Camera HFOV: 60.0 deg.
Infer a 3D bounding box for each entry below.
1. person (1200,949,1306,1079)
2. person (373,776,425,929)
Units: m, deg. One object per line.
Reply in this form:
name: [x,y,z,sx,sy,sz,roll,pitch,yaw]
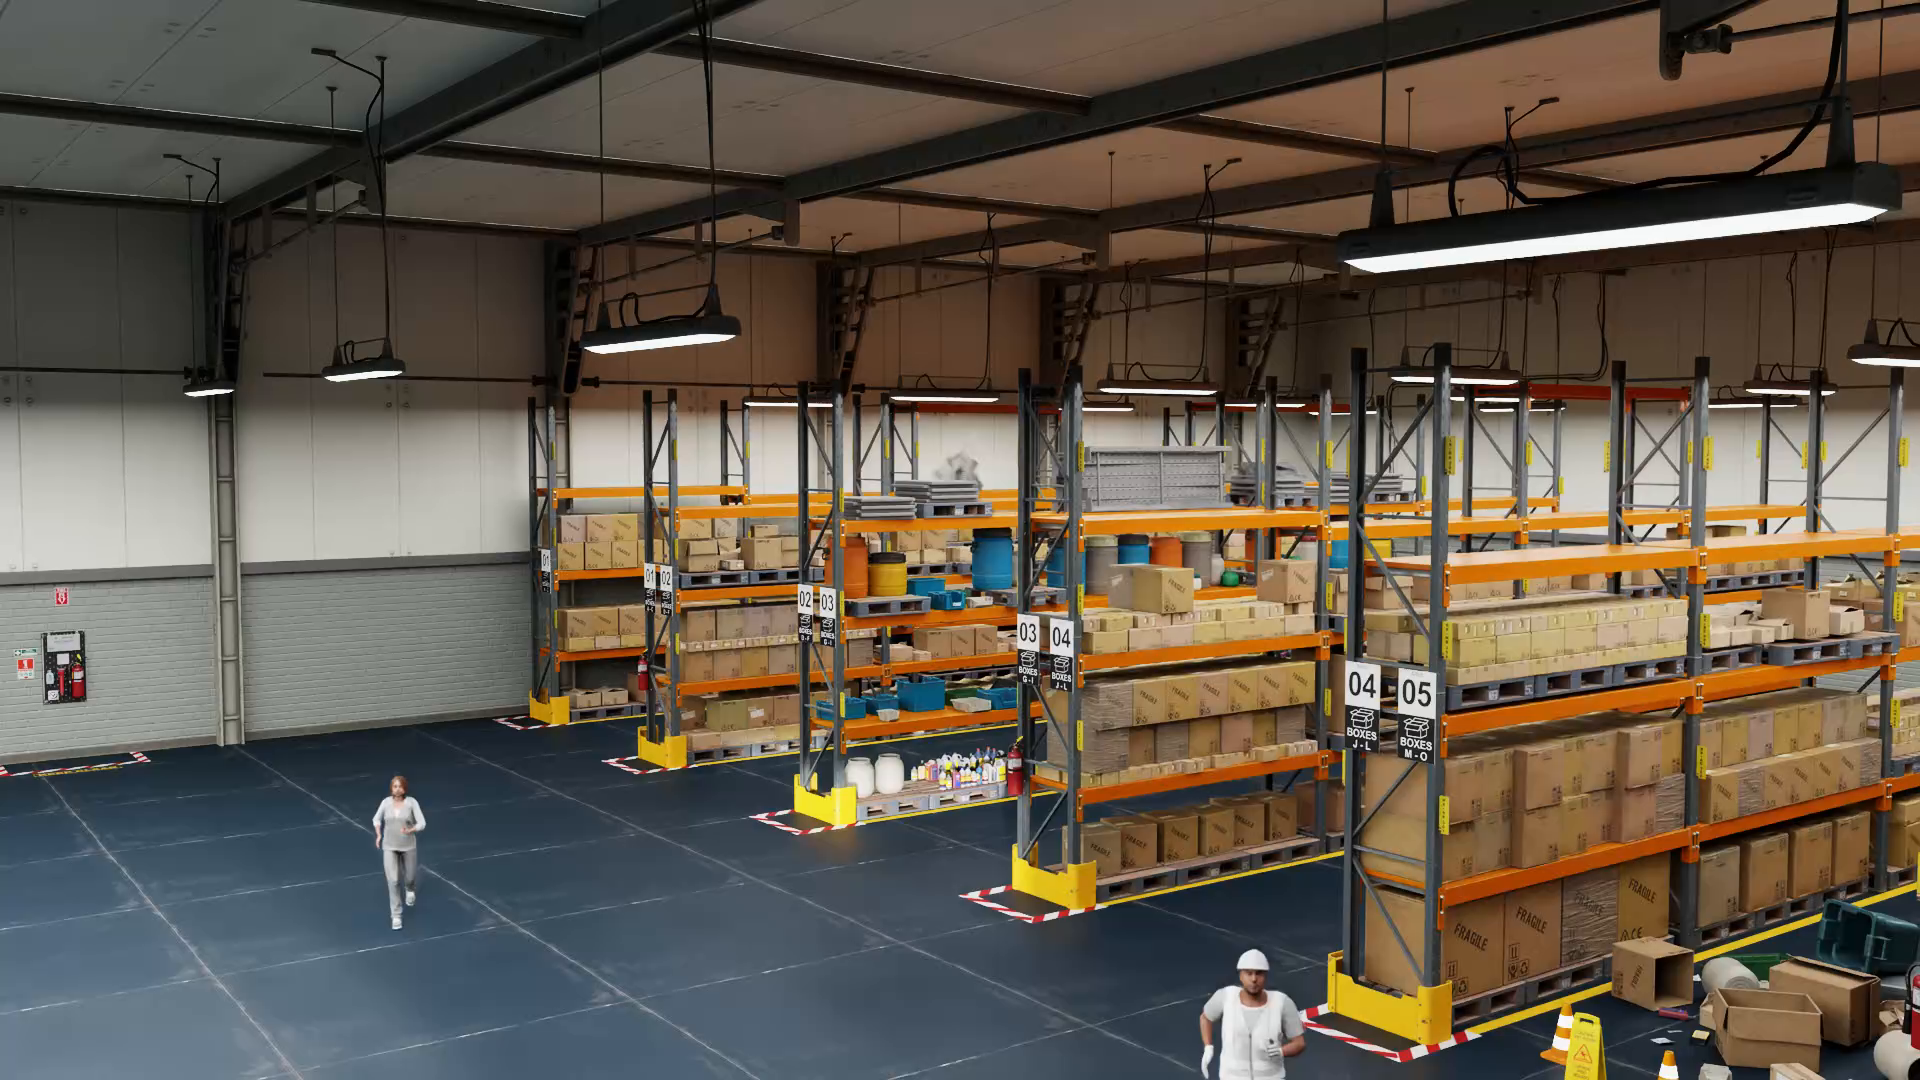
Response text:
person: [1.939,3.593,11.028,0.688,1.763,1.004,0,3,7]
person: [-6.026,3.314,17.870,0.547,1.570,0.822,-1,3,-14]
